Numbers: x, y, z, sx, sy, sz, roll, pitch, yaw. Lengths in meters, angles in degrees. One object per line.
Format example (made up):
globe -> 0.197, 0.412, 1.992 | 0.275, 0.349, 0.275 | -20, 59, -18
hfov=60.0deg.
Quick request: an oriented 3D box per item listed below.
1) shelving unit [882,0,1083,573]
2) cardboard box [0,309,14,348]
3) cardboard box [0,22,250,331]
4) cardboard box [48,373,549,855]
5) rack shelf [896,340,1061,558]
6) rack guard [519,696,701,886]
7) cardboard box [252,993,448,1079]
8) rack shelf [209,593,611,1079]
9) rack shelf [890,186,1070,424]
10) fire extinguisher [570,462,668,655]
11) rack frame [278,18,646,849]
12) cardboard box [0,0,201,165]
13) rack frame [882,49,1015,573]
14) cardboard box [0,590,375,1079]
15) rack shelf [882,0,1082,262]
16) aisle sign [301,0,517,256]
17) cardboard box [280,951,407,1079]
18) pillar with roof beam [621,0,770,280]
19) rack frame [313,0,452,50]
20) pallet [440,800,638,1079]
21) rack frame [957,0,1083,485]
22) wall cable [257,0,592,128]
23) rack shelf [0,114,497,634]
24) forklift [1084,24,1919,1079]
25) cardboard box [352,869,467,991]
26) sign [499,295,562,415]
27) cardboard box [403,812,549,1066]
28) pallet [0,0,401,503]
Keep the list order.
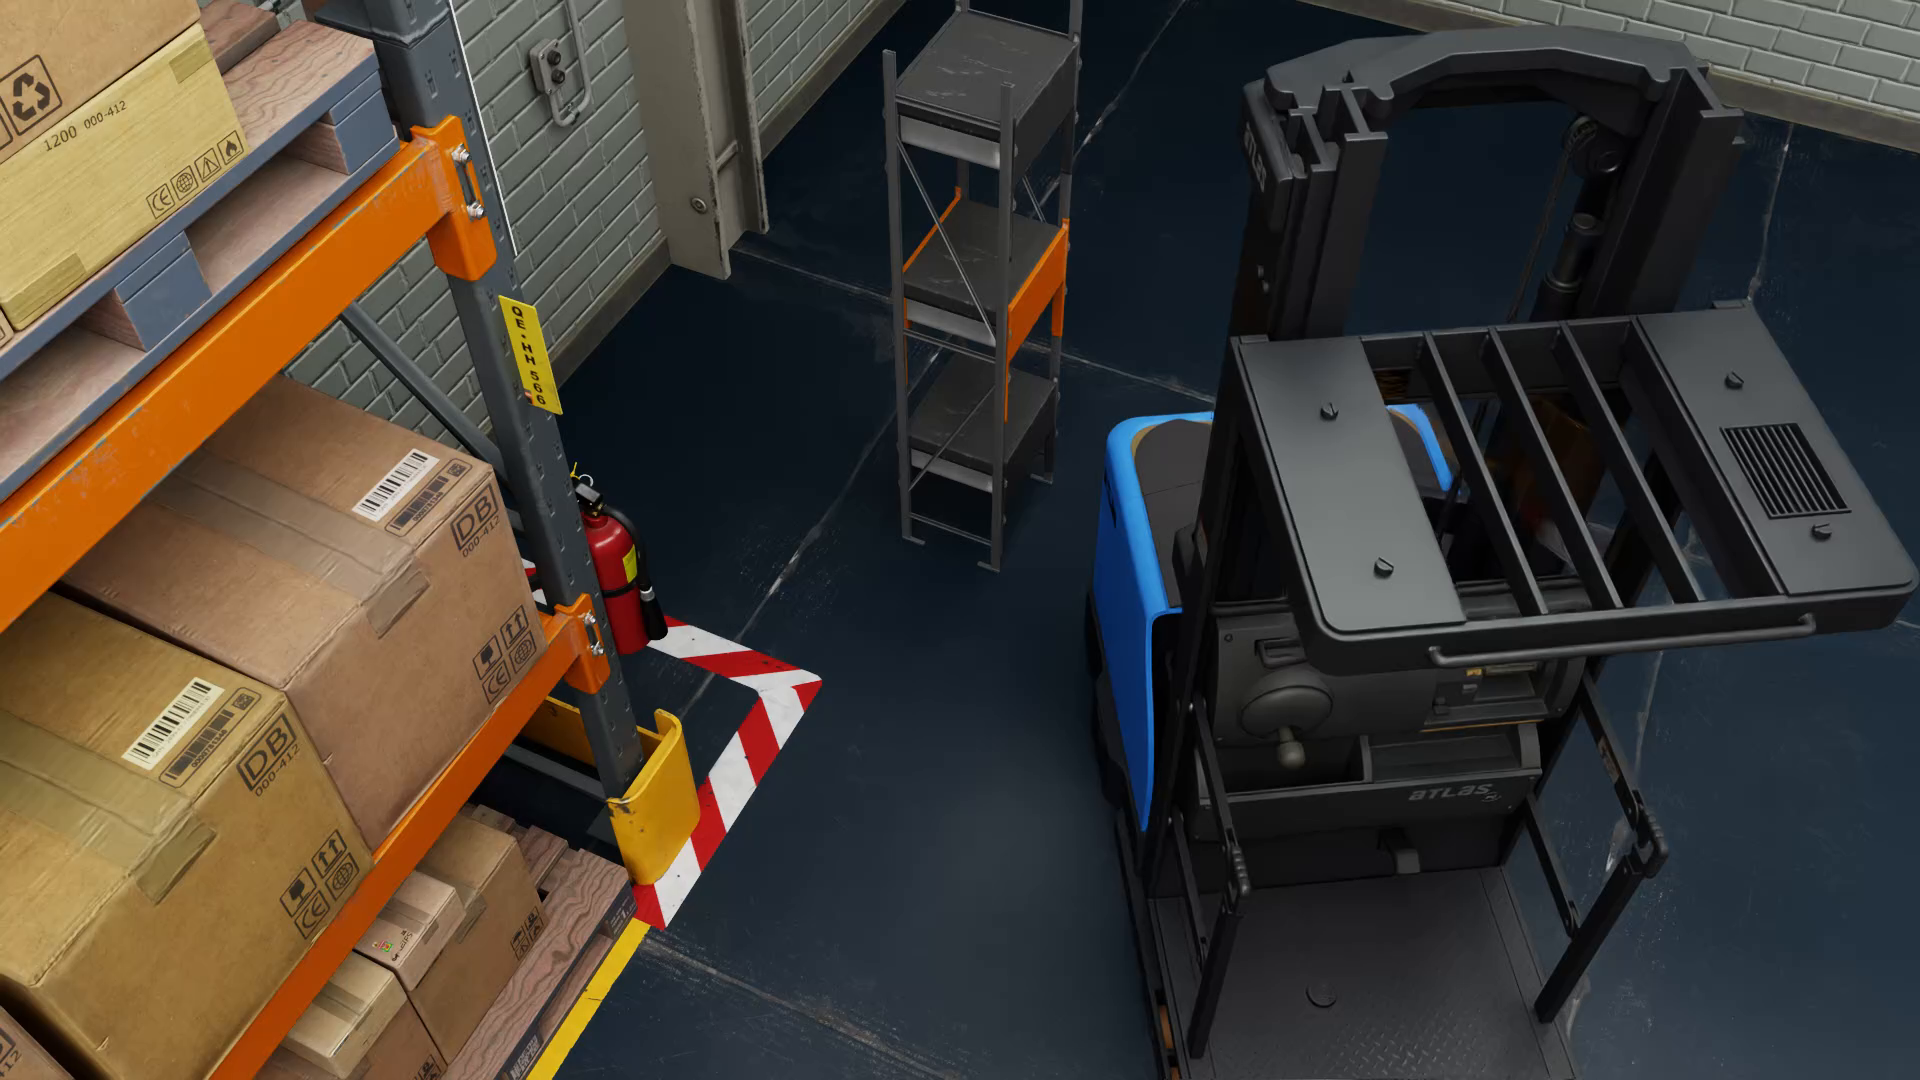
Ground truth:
shelving unit -> 0.071, -0.794, 5.547 | 0.431, 2.100, 0.503 | 20, 52, 16
cardboard box -> -1.738, -0.286, 2.311 | 0.500, 0.250, 0.500 | 18, 52, 15
cardboard box -> -1.517, -0.645, 2.617 | 0.500, 0.250, 0.500 | 21, 53, 17
cardboard box -> -1.653, 0.114, 3.987 | 0.980, 0.700, 0.700 | 22, 53, 18
rack shelf -> 0.071, -0.332, 6.091 | 0.431, 0.518, 0.480 | 20, 52, 16
rack guard -> -1.434, 0.650, 5.369 | 1.175, 0.500, 0.348 | 20, 52, 16
cardboard box -> -1.867, 1.390, 4.464 | 0.700, 0.500, 0.500 | 20, 52, 16
rack shelf -> -2.299, 1.467, 3.505 | 1.077, 0.370, 4.000 | 20, 52, 16
rack shelf -> 0.071, -0.786, 5.558 | 0.431, 0.518, 0.480 | 20, 52, 16
fire extinguisher -> -0.962, 0.049, 4.535 | 0.296, 0.674, 0.183 | 20, 52, 16
rack frame -> -1.444, -0.144, 4.403 | 1.000, 3.000, 0.127 | 20, 52, 16
cardboard box -> -1.510, -0.886, 2.329 | 0.500, 0.500, 0.500 | 20, 52, 16
rack frame -> -0.034, -0.626, 5.404 | 0.400, 2.100, 0.015 | 20, 52, 16
cardboard box -> -1.954, 0.618, 3.557 | 0.980, 0.700, 0.700 | 19, 52, 16
rack shelf -> 0.071, -1.239, 5.025 | 0.431, 0.518, 0.480 | 20, 52, 16
aisle sign -> -1.142, -0.938, 3.372 | 0.394, 0.787, 0.004 | 20, 52, 16
cardboard box -> -1.651, 1.159, 4.234 | 0.380, 0.149, 0.250 | 21, 53, 17
pillar with roof beam -> 2.820, -2.828, 2.747 | 9.100, 9.000, 0.400 | 20, 52, 16
rack frame -> -1.444, -2.088, 2.118 | 1.000, 3.000, 0.127 | 20, 52, 16
pallet -> -1.715, 1.336, 4.975 | 1.003, 0.211, 1.213 | 20, 52, 16
rack frame -> 0.175, -0.962, 5.690 | 0.400, 2.100, 0.015 | 20, 52, 16
wall cable -> -1.752, -1.662, 5.028 | 0.084, 1.984, 1.851 | 20, 52, 16
rack shelf -> -2.299, 0.495, 2.362 | 1.077, 0.370, 4.000 | 20, 52, 16
forklift -> 1.109, 0.447, 3.945 | 1.130, 2.935, 3.031 | -5, 50, -4
cardboard box -> -1.543, 0.982, 4.384 | 0.380, 0.149, 0.250 | 19, 52, 16
sign -> -0.959, -0.409, 3.713 | 0.100, 0.325, 0.005 | 20, 52, 16
cardboard box -> -1.653, 1.045, 4.757 | 0.700, 0.500, 0.500 | 20, 52, 16
pallet -> -1.752, -0.573, 2.856 | 1.003, 0.211, 1.213 | 20, 52, 16
